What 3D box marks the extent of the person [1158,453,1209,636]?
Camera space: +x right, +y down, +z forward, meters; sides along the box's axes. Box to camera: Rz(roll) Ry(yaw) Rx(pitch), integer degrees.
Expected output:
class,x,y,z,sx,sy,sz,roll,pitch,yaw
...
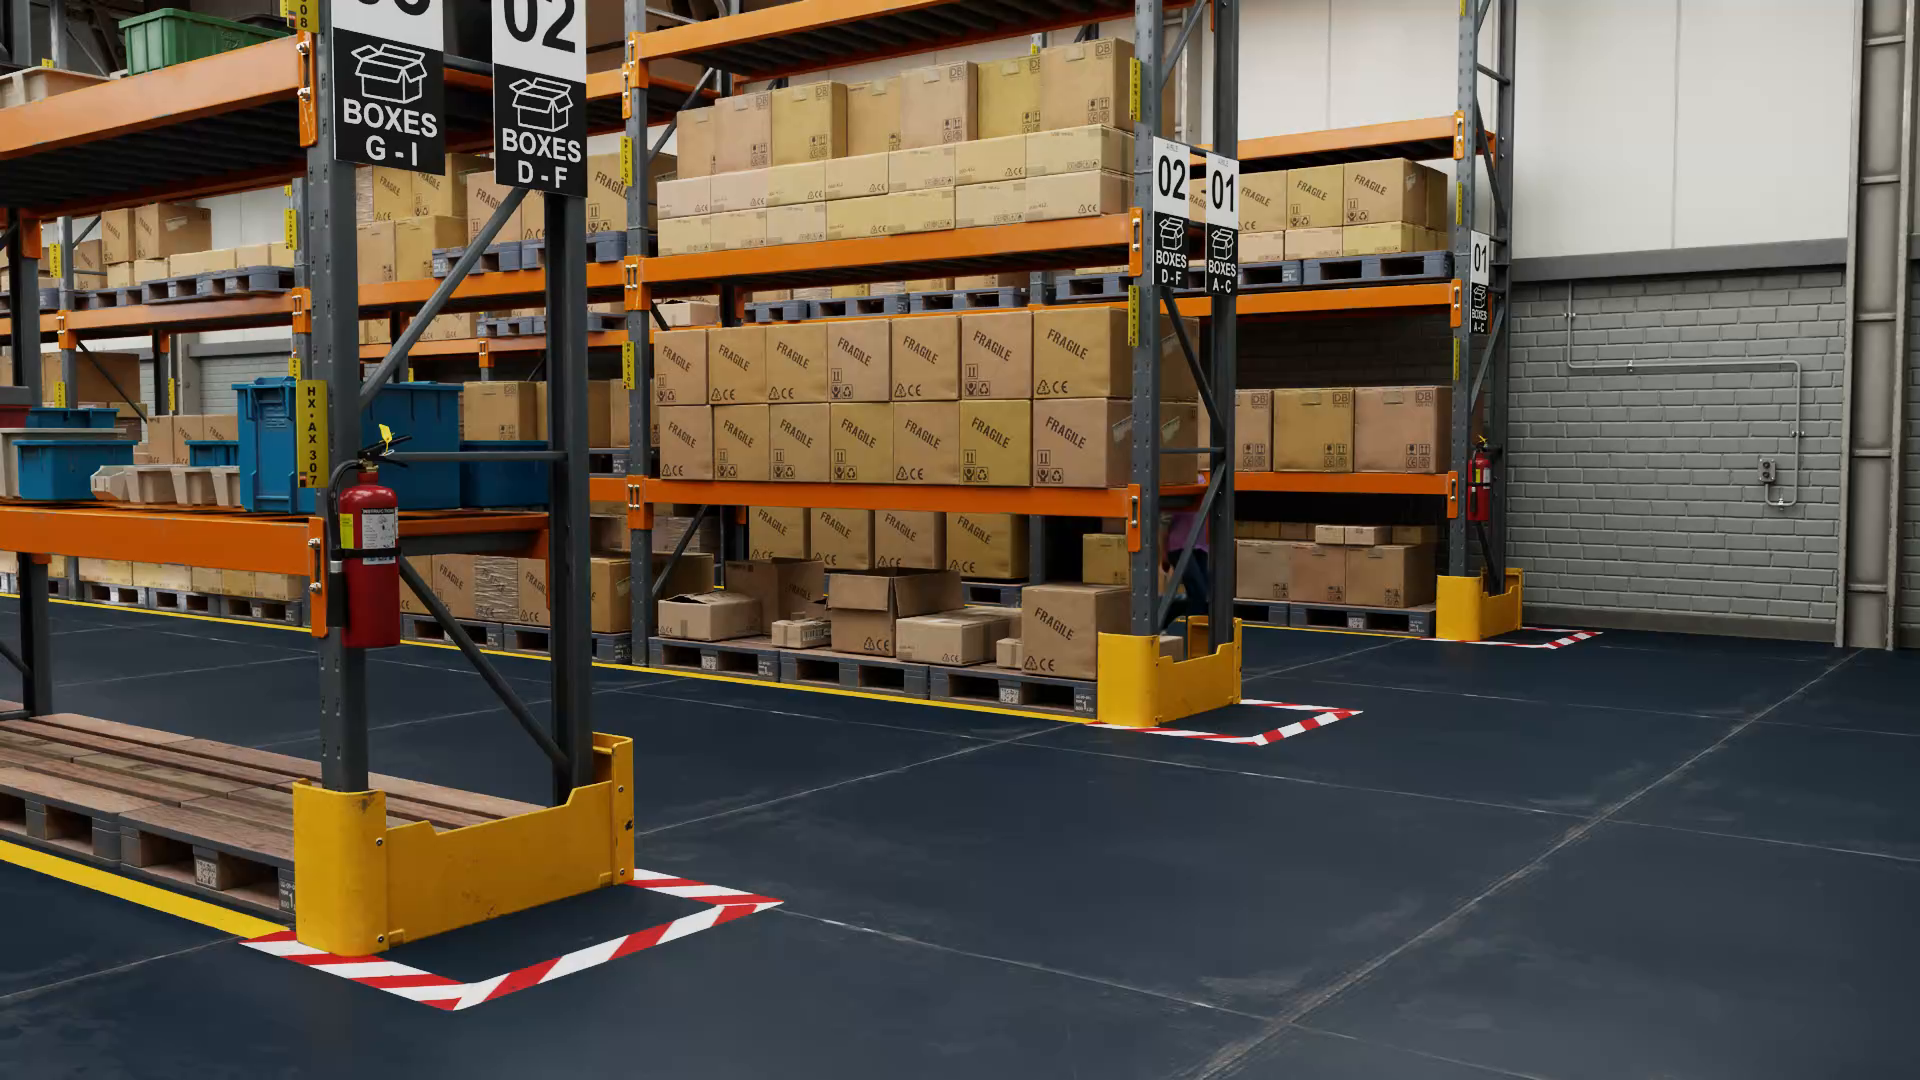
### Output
class,x,y,z,sx,sy,sz,roll,pitch,yaw
person,1.560,0.077,11.562,0.412,1.553,0.788,-3,5,-42
